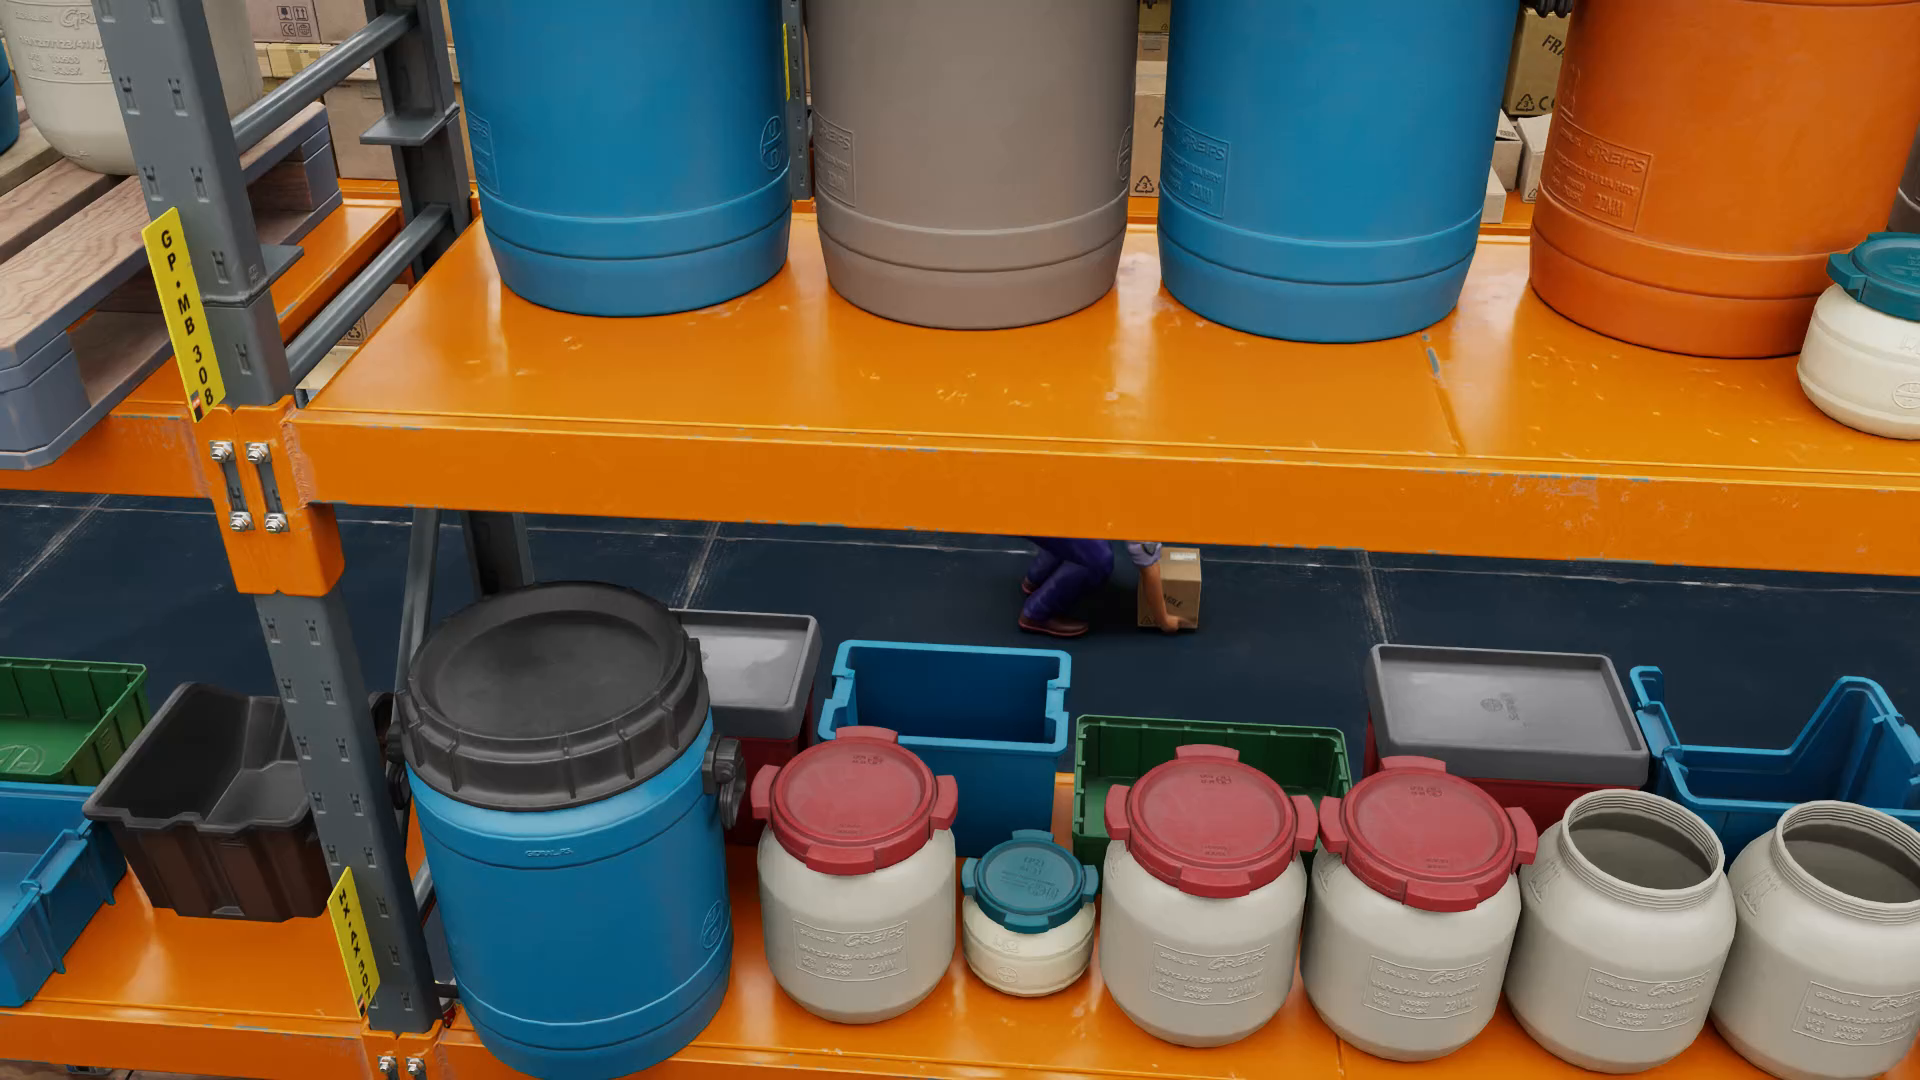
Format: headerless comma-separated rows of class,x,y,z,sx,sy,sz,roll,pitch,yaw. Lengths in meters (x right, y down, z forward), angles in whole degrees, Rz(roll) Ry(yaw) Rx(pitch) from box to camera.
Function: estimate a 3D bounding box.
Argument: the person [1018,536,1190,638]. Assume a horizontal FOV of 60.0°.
person,0.569,-0.043,6.980,0.899,0.840,0.522,1,32,2
